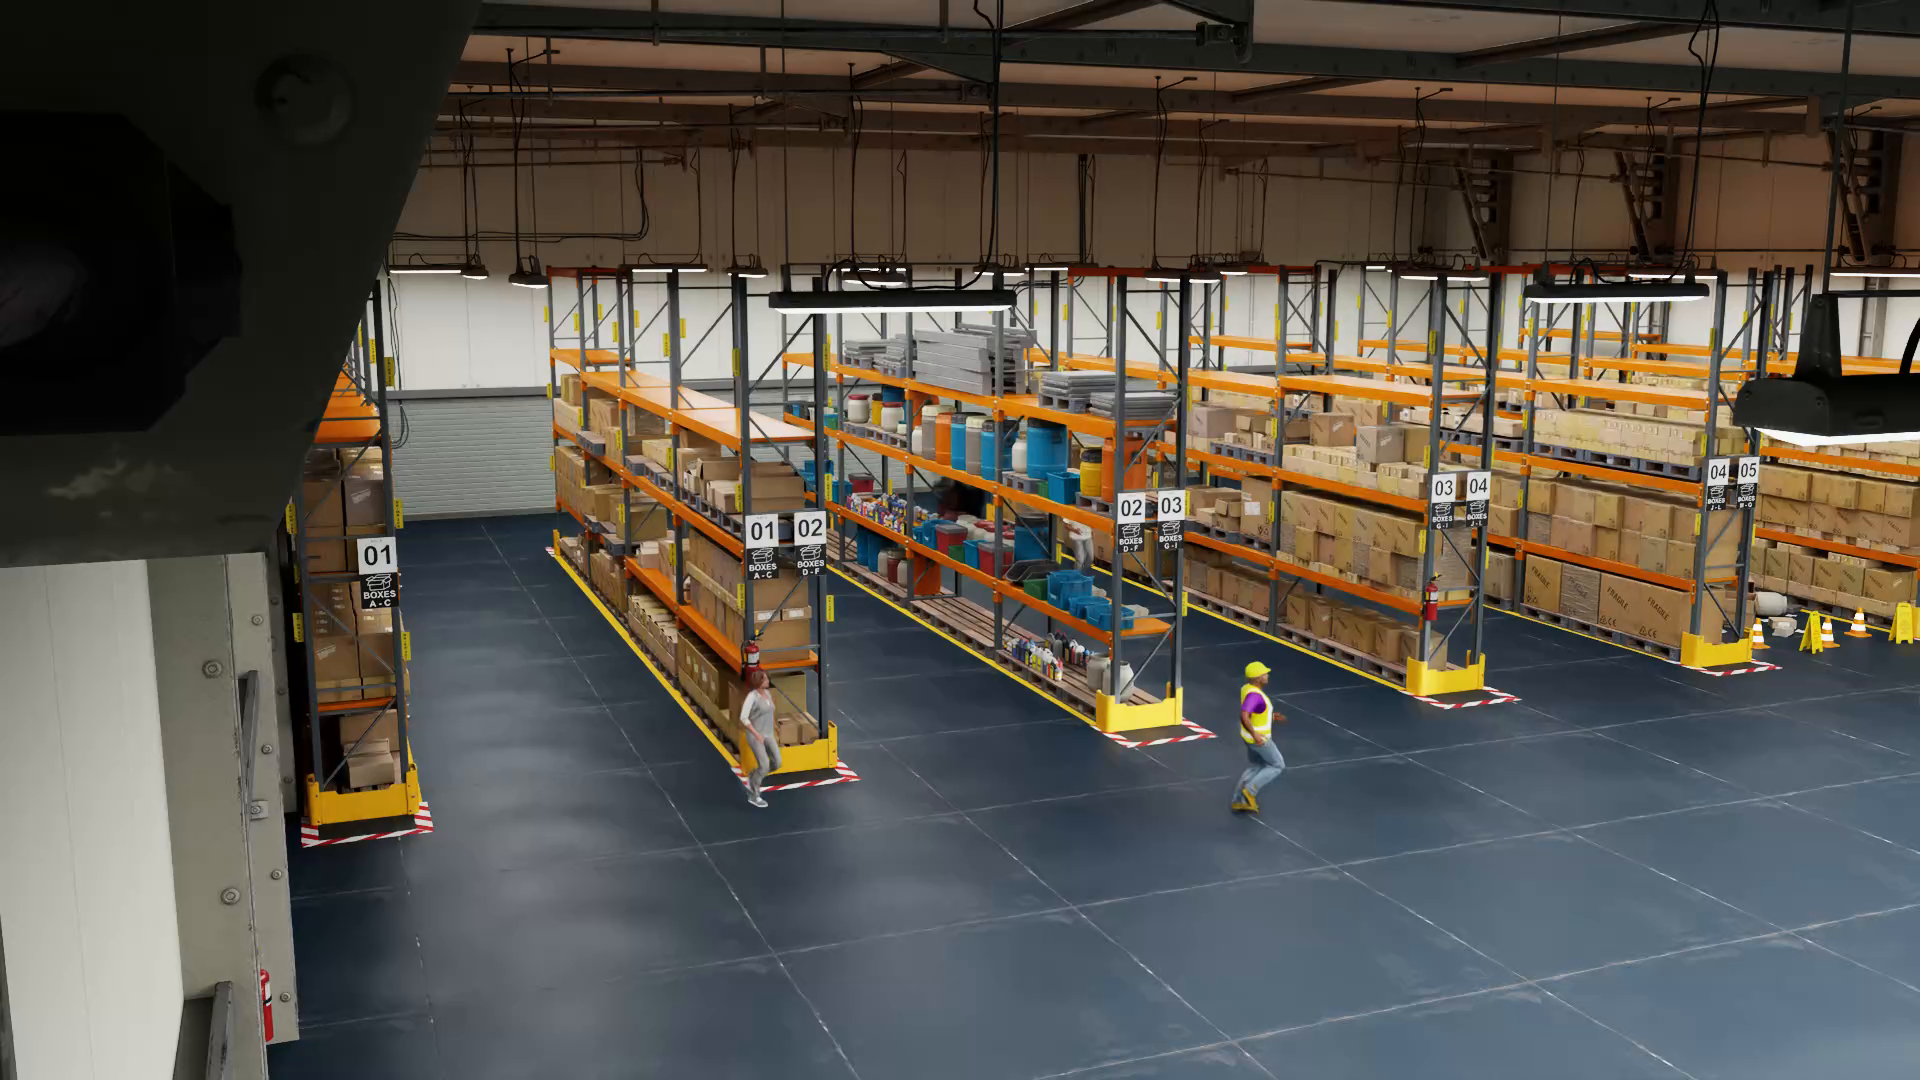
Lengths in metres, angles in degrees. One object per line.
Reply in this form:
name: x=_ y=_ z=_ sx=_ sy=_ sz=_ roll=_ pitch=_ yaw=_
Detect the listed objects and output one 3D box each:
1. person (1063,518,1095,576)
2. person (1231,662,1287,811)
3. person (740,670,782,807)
person: x=2.232 y=-0.008 z=30.090 sx=0.713 sy=1.769 sz=0.557 roll=-6 pitch=11 yaw=-30
person: x=3.403 y=2.226 z=18.822 sx=0.632 sy=1.723 sz=0.686 roll=-1 pitch=10 yaw=-4
person: x=-2.264 y=2.282 z=19.179 sx=0.458 sy=1.552 sz=0.602 roll=6 pitch=11 yaw=29
